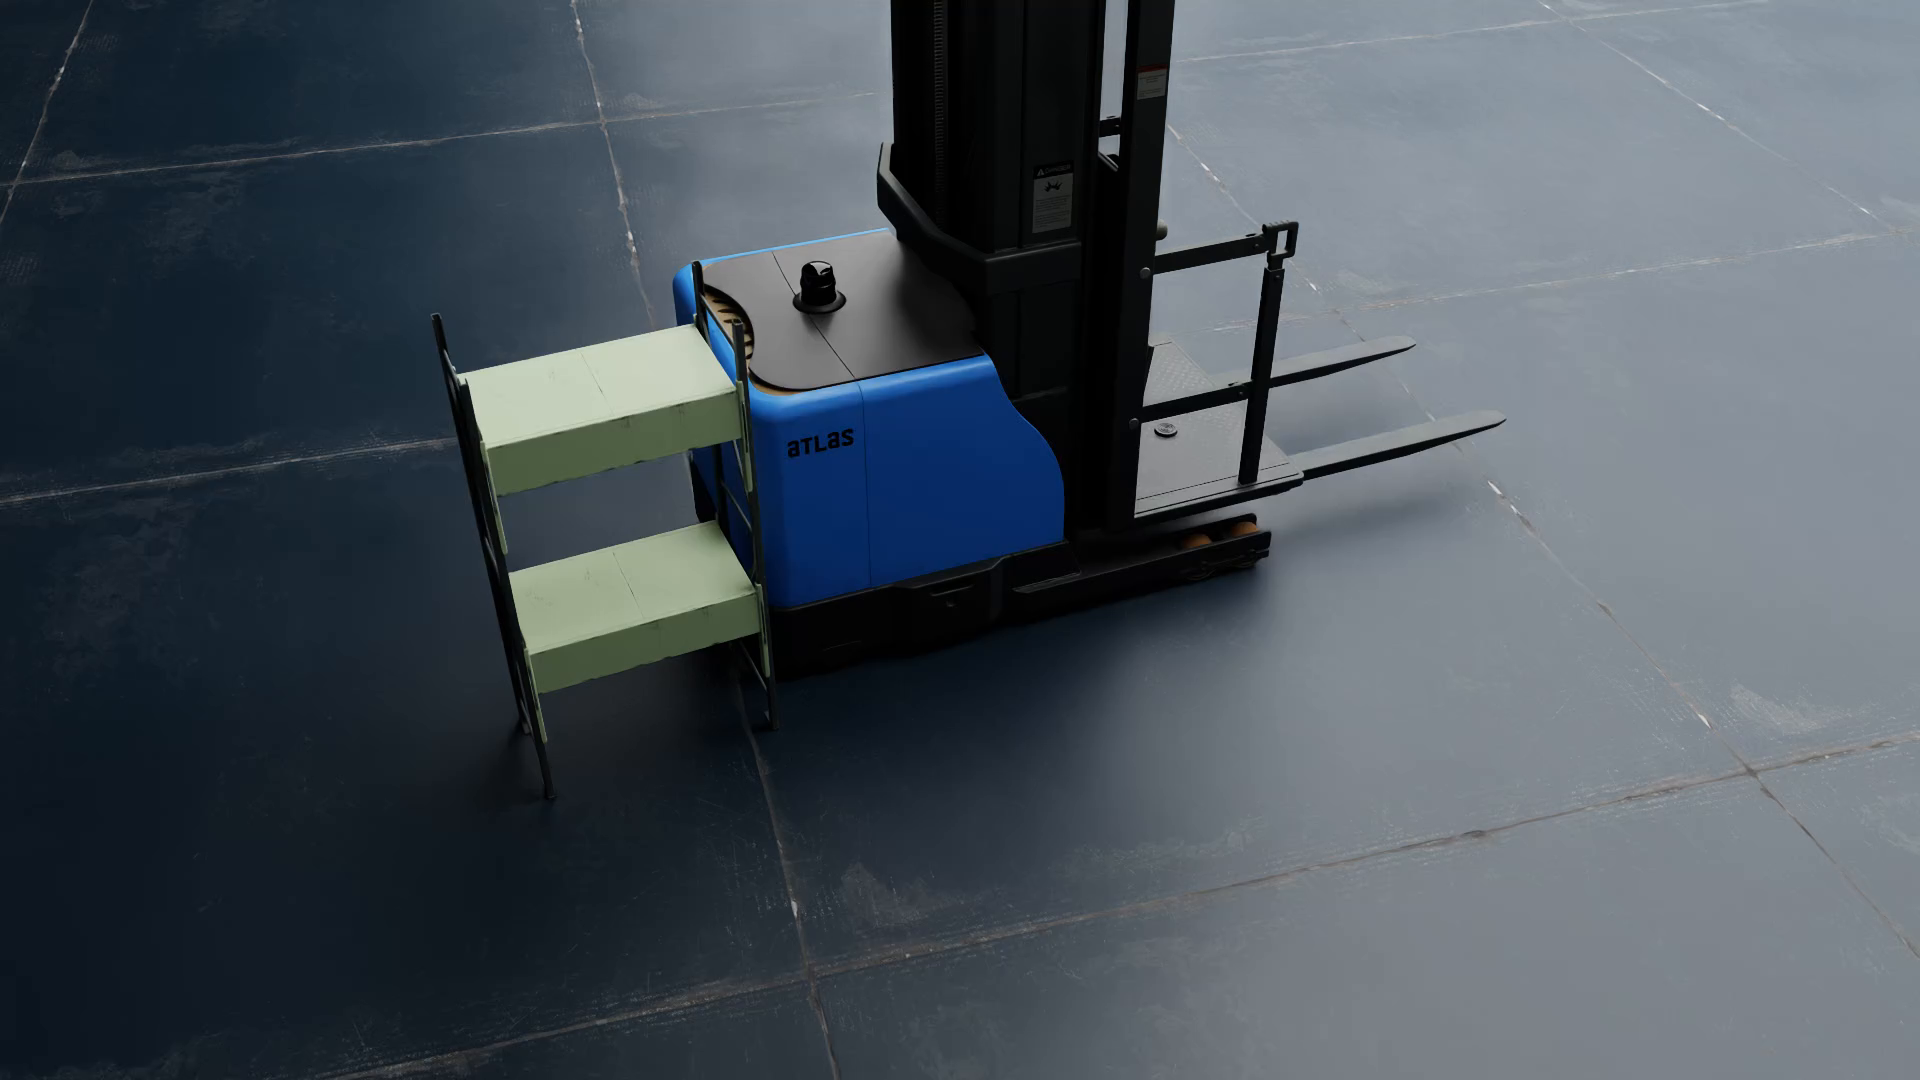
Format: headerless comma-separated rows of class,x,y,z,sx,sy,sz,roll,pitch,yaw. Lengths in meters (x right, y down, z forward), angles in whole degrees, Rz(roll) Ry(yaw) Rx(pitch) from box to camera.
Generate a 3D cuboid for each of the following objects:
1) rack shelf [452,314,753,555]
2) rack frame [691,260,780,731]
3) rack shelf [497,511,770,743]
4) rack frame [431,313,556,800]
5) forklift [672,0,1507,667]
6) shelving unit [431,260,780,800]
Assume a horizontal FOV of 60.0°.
rack shelf,-1.008,-0.310,4.703,0.720,0.370,0.431,-16,40,-19
rack frame,-0.675,-0.093,5.061,0.023,1.500,0.400,-16,40,-19
rack shelf,-1.008,0.259,5.138,0.720,0.370,0.431,-16,40,-19
rack frame,-1.341,0.092,4.819,0.023,1.500,0.400,-16,40,-19
forklift,0.583,-1.305,5.467,3.031,2.935,1.130,-14,39,-17
shelving unit,-1.008,0.000,4.940,0.755,1.500,0.431,-16,40,-19
